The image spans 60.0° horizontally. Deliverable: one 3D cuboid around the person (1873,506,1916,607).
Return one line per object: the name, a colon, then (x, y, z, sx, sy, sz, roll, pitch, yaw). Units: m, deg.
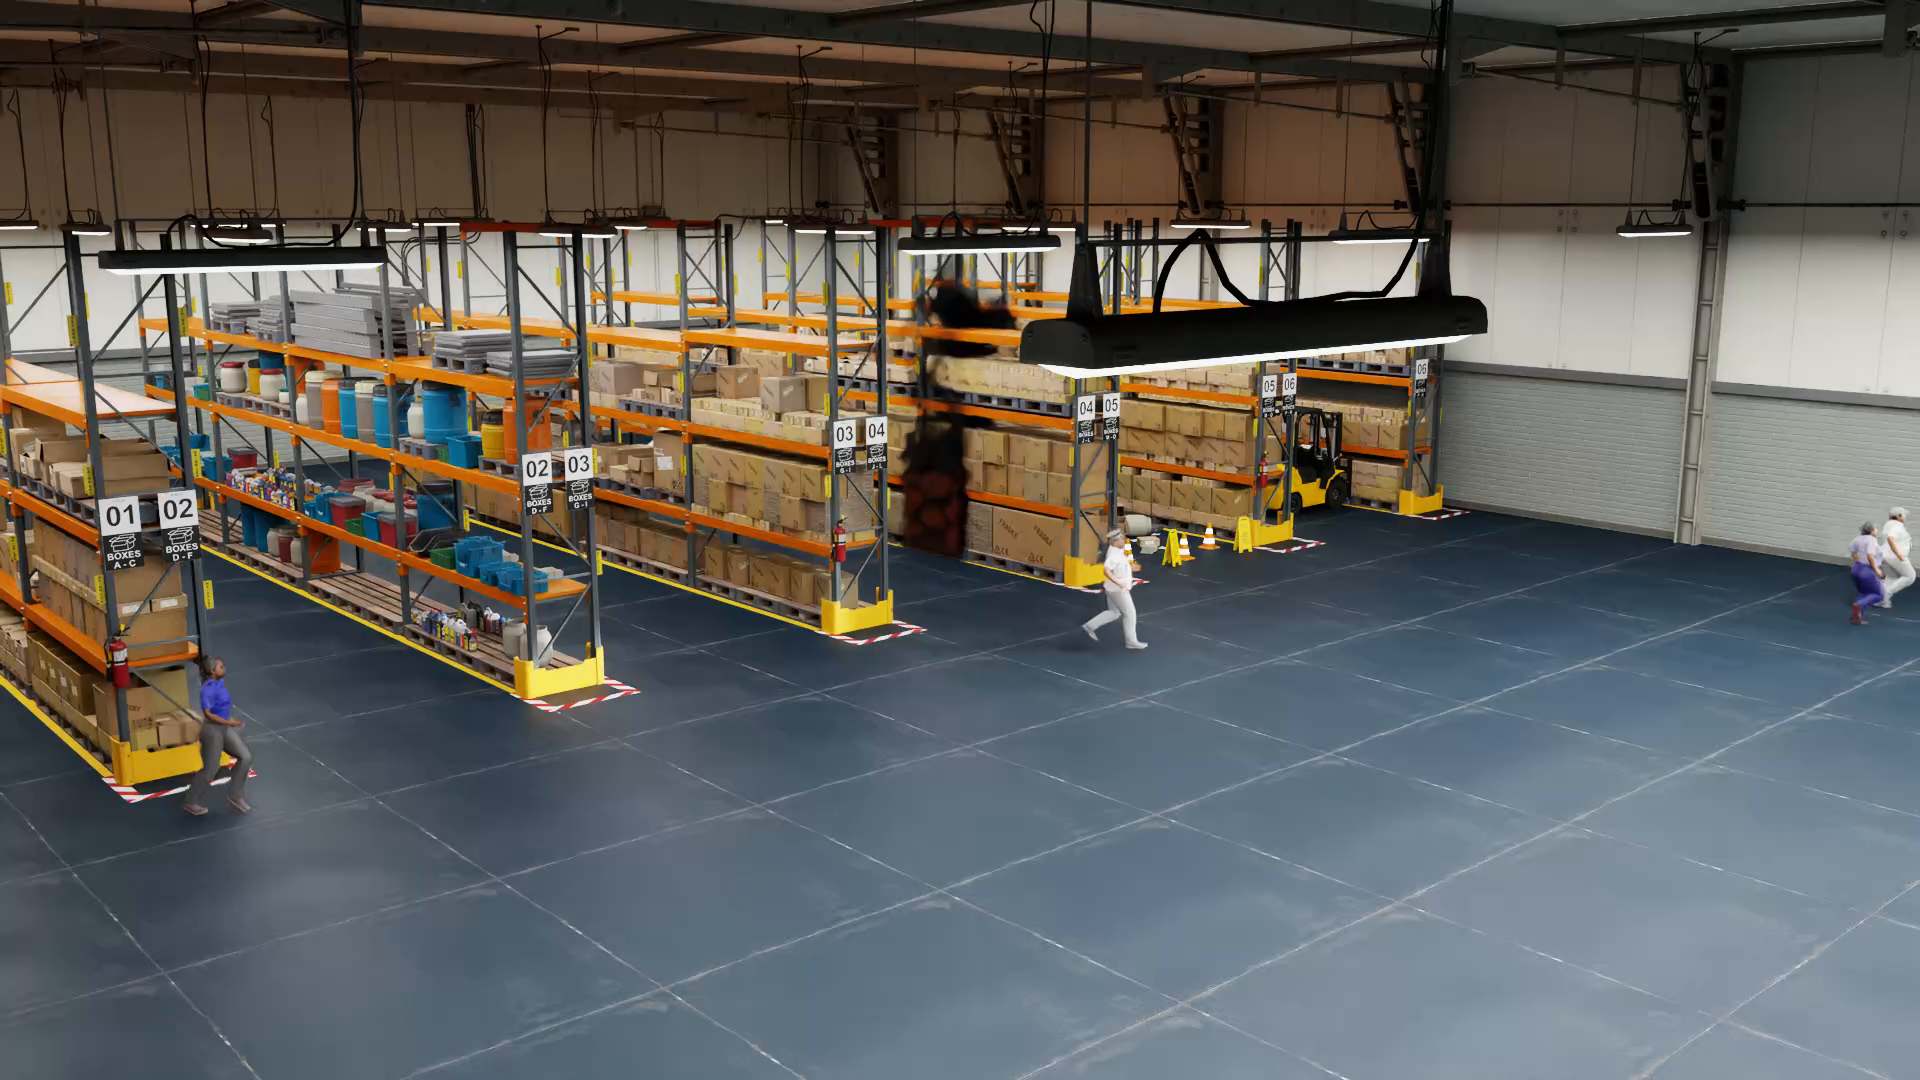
person: (14.865, 0.275, 26.363, 0.567, 1.626, 0.593, 1, 11, 5)

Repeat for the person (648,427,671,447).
person: (-6.188, -1.579, 35.229, 0.684, 1.740, 0.667, -11, 16, -43)

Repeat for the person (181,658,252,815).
person: (-7.869, 2.053, 17.563, 0.681, 1.648, 0.630, -2, 12, -8)

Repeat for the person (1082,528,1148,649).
person: (2.259, 0.695, 23.934, 0.922, 1.750, 0.673, -1, 11, -3)

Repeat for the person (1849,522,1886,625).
person: (13.802, 0.514, 25.308, 0.547, 1.603, 0.607, -2, 12, -9)
